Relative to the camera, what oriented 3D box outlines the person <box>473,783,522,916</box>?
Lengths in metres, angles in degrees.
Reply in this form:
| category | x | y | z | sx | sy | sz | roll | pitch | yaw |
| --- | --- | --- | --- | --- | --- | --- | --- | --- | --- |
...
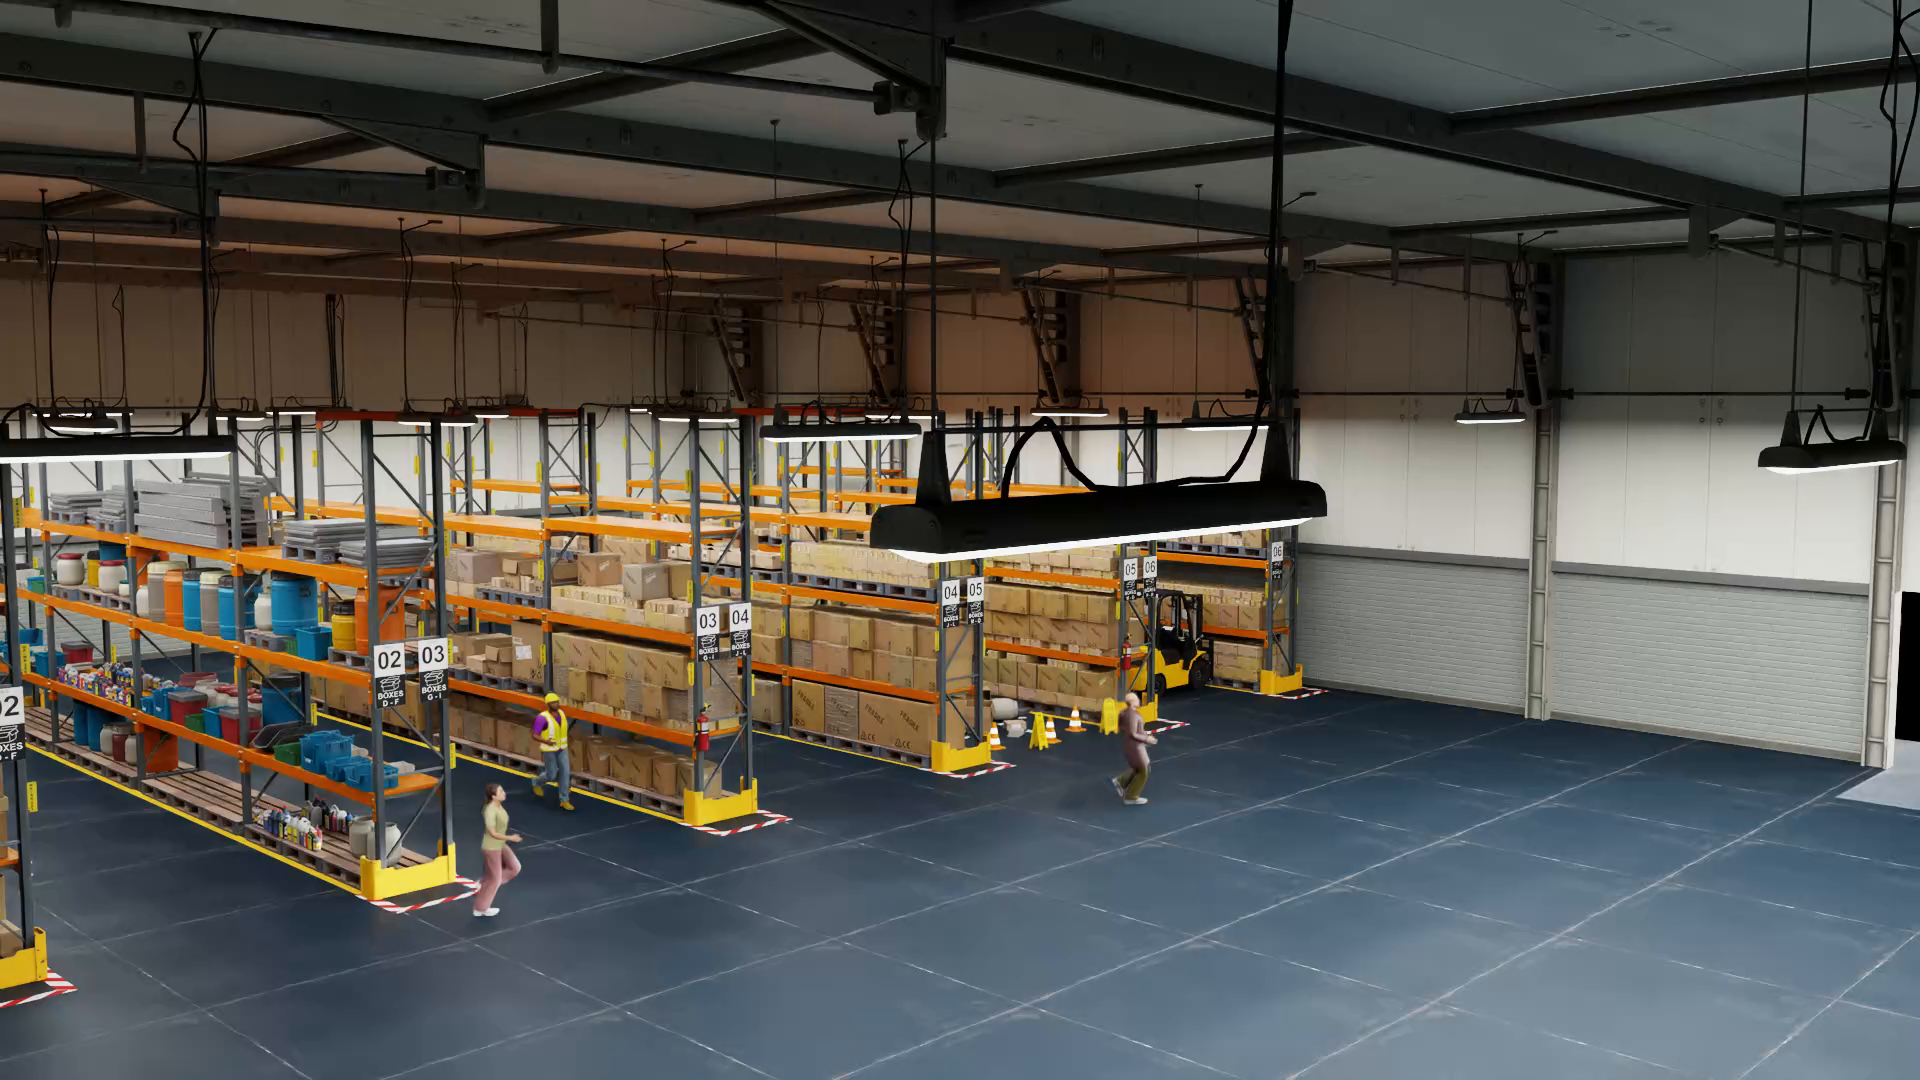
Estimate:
| category | x | y | z | sx | sy | sz | roll | pitch | yaw |
| --- | --- | --- | --- | --- | --- | --- | --- | --- | --- |
| person | -5.606 | 3.734 | 20.179 | 0.617 | 1.624 | 0.604 | 0 | 5 | -4 |

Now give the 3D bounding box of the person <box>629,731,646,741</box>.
| category | x | y | z | sx | sy | sz | roll | pitch | yaw |
| --- | --- | --- | --- | --- | --- | --- | --- | --- | --- |
| person | -5.754 | 2.776 | 30.108 | 0.607 | 1.746 | 0.640 | 3 | 6 | 33 |

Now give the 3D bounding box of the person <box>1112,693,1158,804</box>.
| category | x | y | z | sx | sy | sz | roll | pitch | yaw |
| --- | --- | --- | --- | --- | --- | --- | --- | --- | --- |
| person | 2.680 | 3.206 | 25.561 | 0.661 | 1.718 | 0.705 | 0 | 5 | -5 |

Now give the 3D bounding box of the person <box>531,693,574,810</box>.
| category | x | y | z | sx | sy | sz | roll | pitch | yaw |
| --- | --- | --- | --- | --- | --- | --- | --- | --- | --- |
| person | -6.221 | 3.211 | 25.423 | 0.915 | 1.767 | 0.699 | 4 | 7 | 40 |
